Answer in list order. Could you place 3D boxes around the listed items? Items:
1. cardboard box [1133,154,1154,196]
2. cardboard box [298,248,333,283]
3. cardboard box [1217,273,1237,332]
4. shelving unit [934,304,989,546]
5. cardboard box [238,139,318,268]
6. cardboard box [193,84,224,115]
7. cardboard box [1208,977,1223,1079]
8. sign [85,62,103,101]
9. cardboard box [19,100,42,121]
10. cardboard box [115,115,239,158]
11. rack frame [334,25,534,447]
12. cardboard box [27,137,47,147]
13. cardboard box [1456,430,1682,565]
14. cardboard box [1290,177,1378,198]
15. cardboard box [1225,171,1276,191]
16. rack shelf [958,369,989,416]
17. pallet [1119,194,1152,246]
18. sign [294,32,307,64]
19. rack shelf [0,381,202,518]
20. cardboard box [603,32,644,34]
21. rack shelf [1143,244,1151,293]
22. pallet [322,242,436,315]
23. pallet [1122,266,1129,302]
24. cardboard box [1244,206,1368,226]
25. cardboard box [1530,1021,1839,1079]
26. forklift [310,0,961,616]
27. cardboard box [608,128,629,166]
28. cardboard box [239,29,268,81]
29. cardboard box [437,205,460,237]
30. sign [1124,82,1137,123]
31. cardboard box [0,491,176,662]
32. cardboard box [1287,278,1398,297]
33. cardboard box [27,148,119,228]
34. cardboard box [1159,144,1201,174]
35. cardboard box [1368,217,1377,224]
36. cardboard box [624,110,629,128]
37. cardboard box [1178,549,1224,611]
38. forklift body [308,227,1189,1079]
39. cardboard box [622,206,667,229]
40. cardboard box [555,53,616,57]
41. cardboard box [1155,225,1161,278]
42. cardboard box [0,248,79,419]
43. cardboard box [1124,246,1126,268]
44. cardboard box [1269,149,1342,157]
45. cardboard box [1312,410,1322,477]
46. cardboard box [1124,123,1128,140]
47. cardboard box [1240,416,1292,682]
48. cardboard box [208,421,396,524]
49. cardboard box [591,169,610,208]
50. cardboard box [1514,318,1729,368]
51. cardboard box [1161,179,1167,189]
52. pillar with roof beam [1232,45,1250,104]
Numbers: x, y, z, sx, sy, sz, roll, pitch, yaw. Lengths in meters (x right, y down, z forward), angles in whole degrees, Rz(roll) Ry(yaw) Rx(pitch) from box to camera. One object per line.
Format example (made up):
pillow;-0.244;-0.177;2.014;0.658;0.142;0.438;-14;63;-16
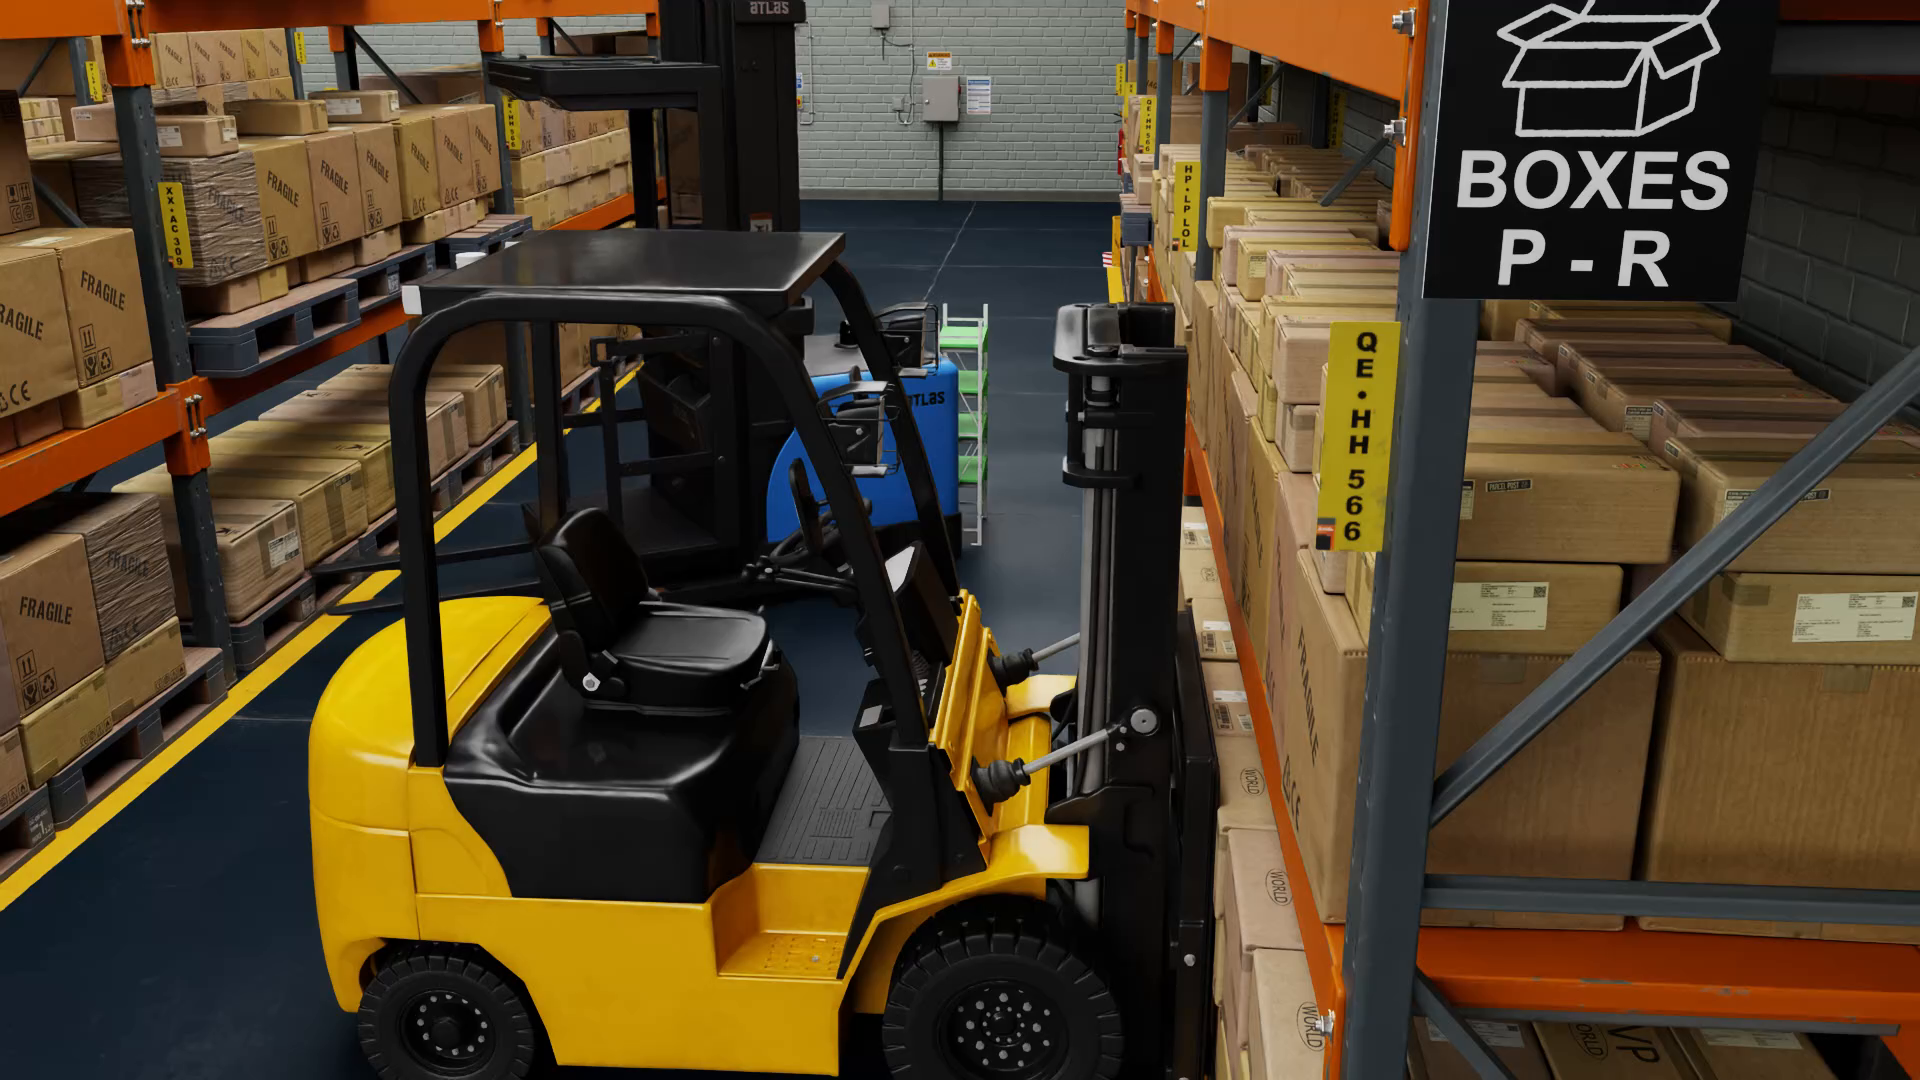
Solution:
cardboard box;1.417;-2.408;11.021;0.500;0.250;0.500;0;18;1
cardboard box;-3.188;-1.303;7.811;0.380;0.149;0.250;2;18;5
cardboard box;0.993;-0.728;5.125;0.380;0.149;0.250;2;18;5
shelving unit;0.012;-0.622;8.893;0.258;1.200;0.503;1;18;4
cardboard box;-3.219;-1.495;7.356;0.500;0.500;0.500;1;18;4
cardboard box;-7.548;-4.190;16.253;0.500;0.500;0.500;2;18;7
cardboard box;0.899;1.185;4.232;0.500;0.250;0.500;1;18;5
sign;-7.391;-3.915;14.193;0.100;0.325;0.005;1;18;4
cardboard box;-7.797;-3.526;13.641;0.380;0.149;0.250;1;18;2
cardboard box;-3.187;-1.647;6.777;0.380;0.149;0.250;1;18;4
rack frame;-3.287;-2.054;10.375;1.000;3.000;0.127;1;18;4
cardboard box;-7.794;-3.247;13.746;0.380;0.149;0.250;1;18;4
cardboard box;0.906;-0.073;2.649;0.380;0.149;0.250;1;18;4
cardboard box;1.773;-1.635;7.893;0.380;0.149;0.250;1;18;4
cardboard box;1.343;-1.724;8.165;0.380;0.149;0.250;1;18;4
rack shelf;0.012;-0.789;8.838;0.258;0.148;0.480;1;18;4
pallet;1.643;-2.066;10.718;1.213;0.211;1.003;1;18;4
sign;-7.106;-5.300;17.913;0.100;0.325;0.005;1;18;4
rack shelf;-3.717;0.151;4.800;1.077;0.370;4.000;1;18;4
cardboard box;-3.141;-4.626;15.415;0.380;0.149;0.250;1;18;3
rack shelf;1.808;-2.224;12.048;1.077;0.370;4.000;1;18;4
pallet;-3.388;-1.347;8.526;1.003;0.211;1.213;1;18;4
pallet;2.086;-2.455;16.077;1.003;0.211;1.213;1;18;4
cardboard box;1.148;-1.023;5.549;0.380;0.149;0.250;2;18;5
cardboard box;1.314;1.027;3.108;0.500;0.250;0.500;1;18;3
forklift;-1.545;-1.163;7.766;3.031;2.935;1.130;-9;20;-25
cardboard box;-2.849;-3.004;12.712;0.500;0.250;0.500;2;18;5
cardboard box;-7.479;-4.977;17.051;0.500;0.500;0.500;1;18;2
cardboard box;-3.022;-1.785;9.283;0.380;0.149;0.250;0;18;1
sign;1.409;-3.608;13.727;0.100;0.325;0.005;1;18;4
cardboard box;-3.348;0.128;6.251;0.500;0.500;0.500;1;18;3
cardboard box;1.010;-0.550;4.103;0.380;0.149;0.250;2;18;5
cardboard box;-3.769;-1.349;6.910;0.500;0.500;0.500;1;18;3
cardboard box;1.348;-2.208;9.642;0.380;0.149;0.250;2;18;6
cardboard box;1.617;-1.163;6.451;0.380;0.149;0.250;1;18;3
cardboard box;-2.811;-3.514;13.064;0.500;0.500;0.500;2;18;5
cardboard box;0.983;0.231;5.535;0.500;0.250;0.500;1;18;4
forklift body;-0.593;0.314;4.512;2.313;2.155;1.214;1;18;4
cardboard box;-2.965;-2.292;13.839;0.875;0.875;0.875;2;18;6
cardboard box;-3.242;-3.972;14.462;0.500;0.500;0.500;1;18;3
cardboard box;1.348;-1.585;9.184;0.500;0.250;0.500;1;18;3
cardboard box;-3.387;-0.697;5.596;0.500;0.500;0.500;2;18;6
cardboard box;1.999;-2.989;16.566;0.700;0.500;0.500;2;18;6
cardboard box;1.936;-2.111;9.346;0.380;0.149;0.250;2;18;5
cardboard box;0.934;-0.166;3.409;0.380;0.149;0.250;1;18;4
cardboard box;1.868;-4.050;16.230;0.500;0.250;0.500;1;18;3
cardboard box;0.947;0.014;3.904;0.500;0.500;0.500;1;18;3
cardboard box;-3.442;-0.365;8.766;0.950;0.372;0.625;2;18;6
cardboard box;-2.906;-2.606;12.298;0.500;0.250;0.500;1;18;4
cardboard box;1.412;-0.379;3.581;0.380;0.149;0.250;2;18;6
cardboard box;1.352;-1.823;9.108;0.500;0.250;0.500;2;18;6
pillar with roof beam;-0.964;-8.194;19.477;9.100;9.000;0.400;1;18;4
